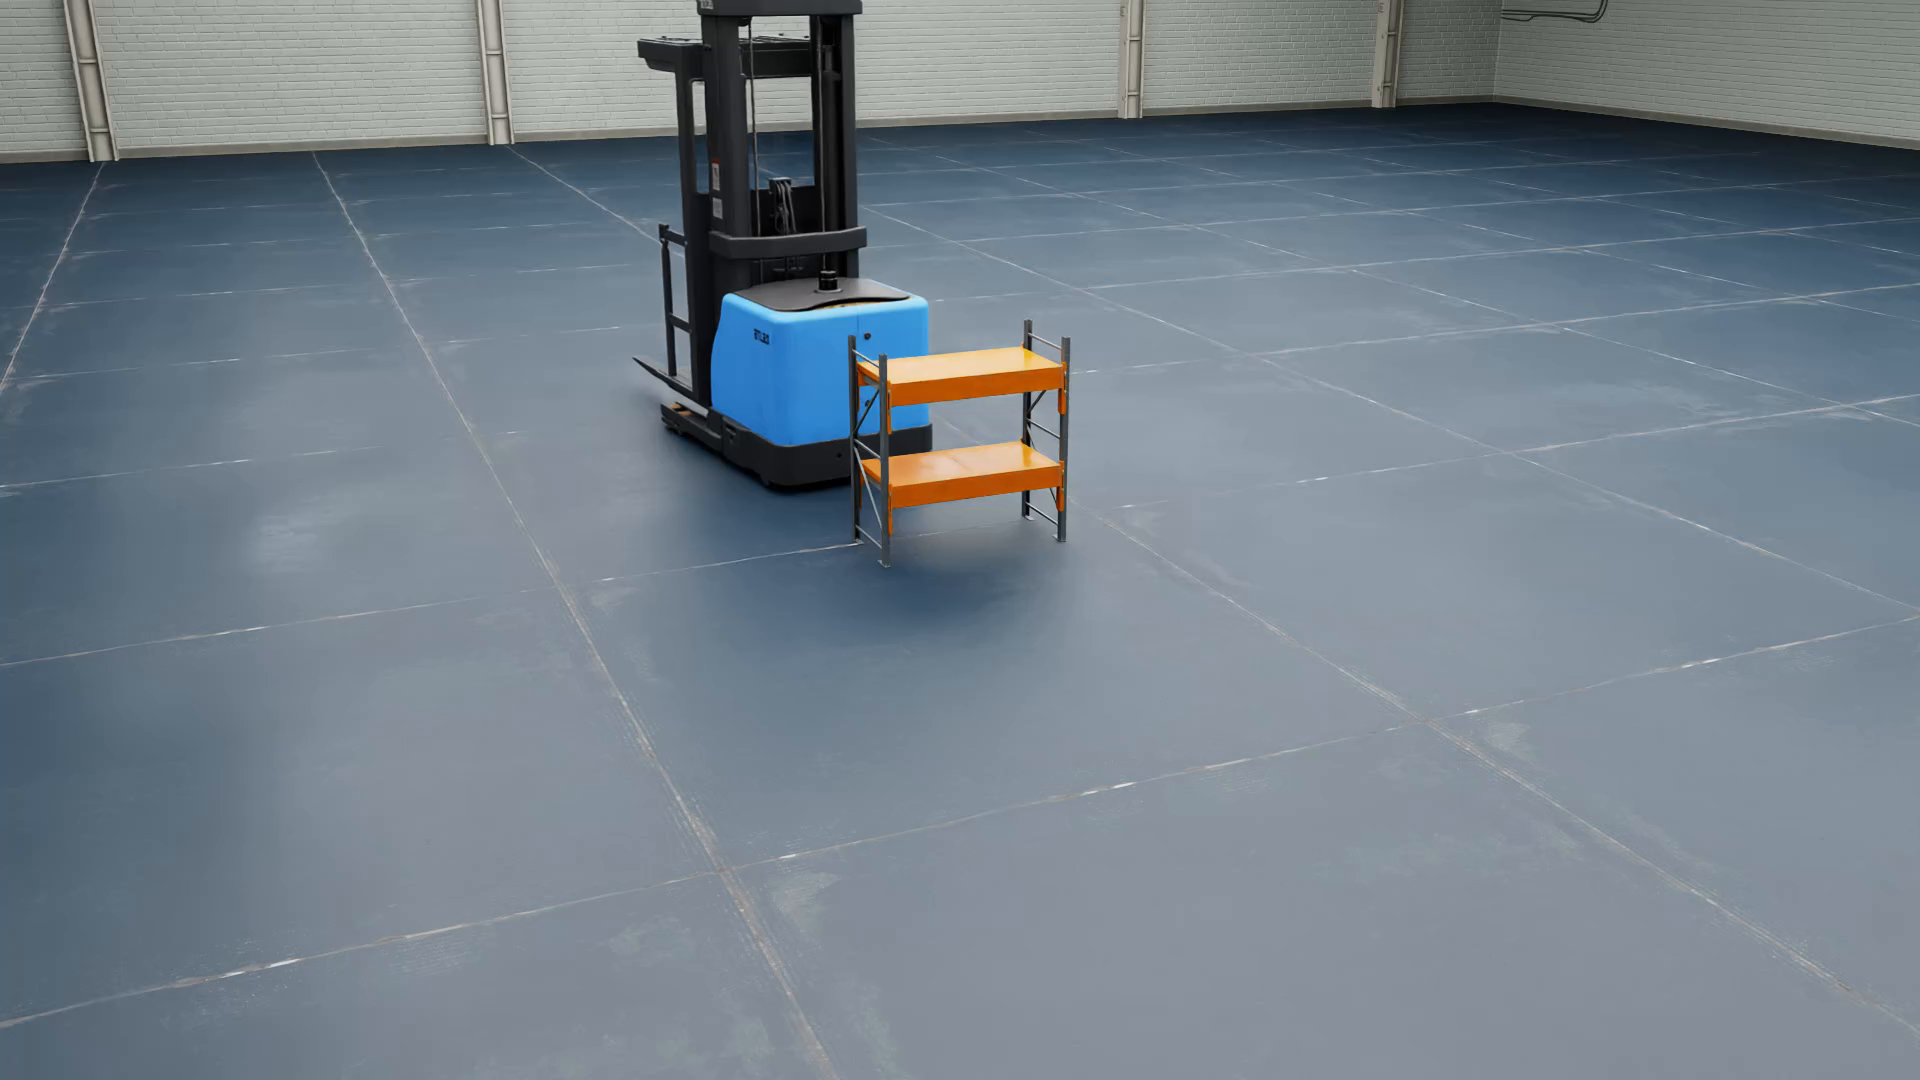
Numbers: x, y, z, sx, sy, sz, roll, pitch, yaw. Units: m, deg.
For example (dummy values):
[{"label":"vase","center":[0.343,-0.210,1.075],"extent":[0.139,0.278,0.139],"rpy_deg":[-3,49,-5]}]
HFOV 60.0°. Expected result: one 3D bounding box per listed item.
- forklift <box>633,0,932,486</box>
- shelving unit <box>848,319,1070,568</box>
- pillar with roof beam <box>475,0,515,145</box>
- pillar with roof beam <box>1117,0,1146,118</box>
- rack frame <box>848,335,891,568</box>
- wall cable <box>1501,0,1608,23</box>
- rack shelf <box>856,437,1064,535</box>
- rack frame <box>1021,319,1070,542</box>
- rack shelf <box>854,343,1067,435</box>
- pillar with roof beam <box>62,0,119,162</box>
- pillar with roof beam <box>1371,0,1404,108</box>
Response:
[{"label":"forklift","center":[-1.345,-2.140,10.686],"extent":[1.130,2.935,3.031],"rpy_deg":[-11,22,-28]},{"label":"shelving unit","center":[-0.006,-0.530,8.833],"extent":[1.048,1.125,0.538],"rpy_deg":[-8,21,-22]},{"label":"pillar with roof beam","center":[-6.005,-9.594,22.720],"extent":[0.400,9.000,9.100],"rpy_deg":[-8,21,-22]},{"label":"pillar with roof beam","center":[5.014,-11.173,27.204],"extent":[0.400,9.000,9.100],"rpy_deg":[-8,21,-22]},{"label":"rack frame","center":[-0.473,-0.463,8.643],"extent":[0.032,1.125,0.500],"rpy_deg":[-8,21,-22]},{"label":"wall cable","center":[12.046,-11.794,33.645],"extent":[0.112,2.526,3.097],"rpy_deg":[-8,21,-22]},{"label":"rack shelf","center":[-0.006,-0.299,8.914],"extent":[1.000,0.278,0.538],"rpy_deg":[-8,21,-22]},{"label":"rack frame","center":[0.461,-0.597,9.023],"extent":[0.032,1.125,0.500],"rpy_deg":[-8,21,-22]},{"label":"rack shelf","center":[-0.006,-0.806,8.735],"extent":[1.000,0.278,0.538],"rpy_deg":[-8,21,-22]},{"label":"pillar with roof beam","center":[-11.514,-8.805,20.478],"extent":[0.400,9.000,9.100],"rpy_deg":[-8,21,-22]},{"label":"pillar with roof beam","center":[10.523,-11.962,29.445],"extent":[0.400,9.000,9.100],"rpy_deg":[-8,21,-22]}]
